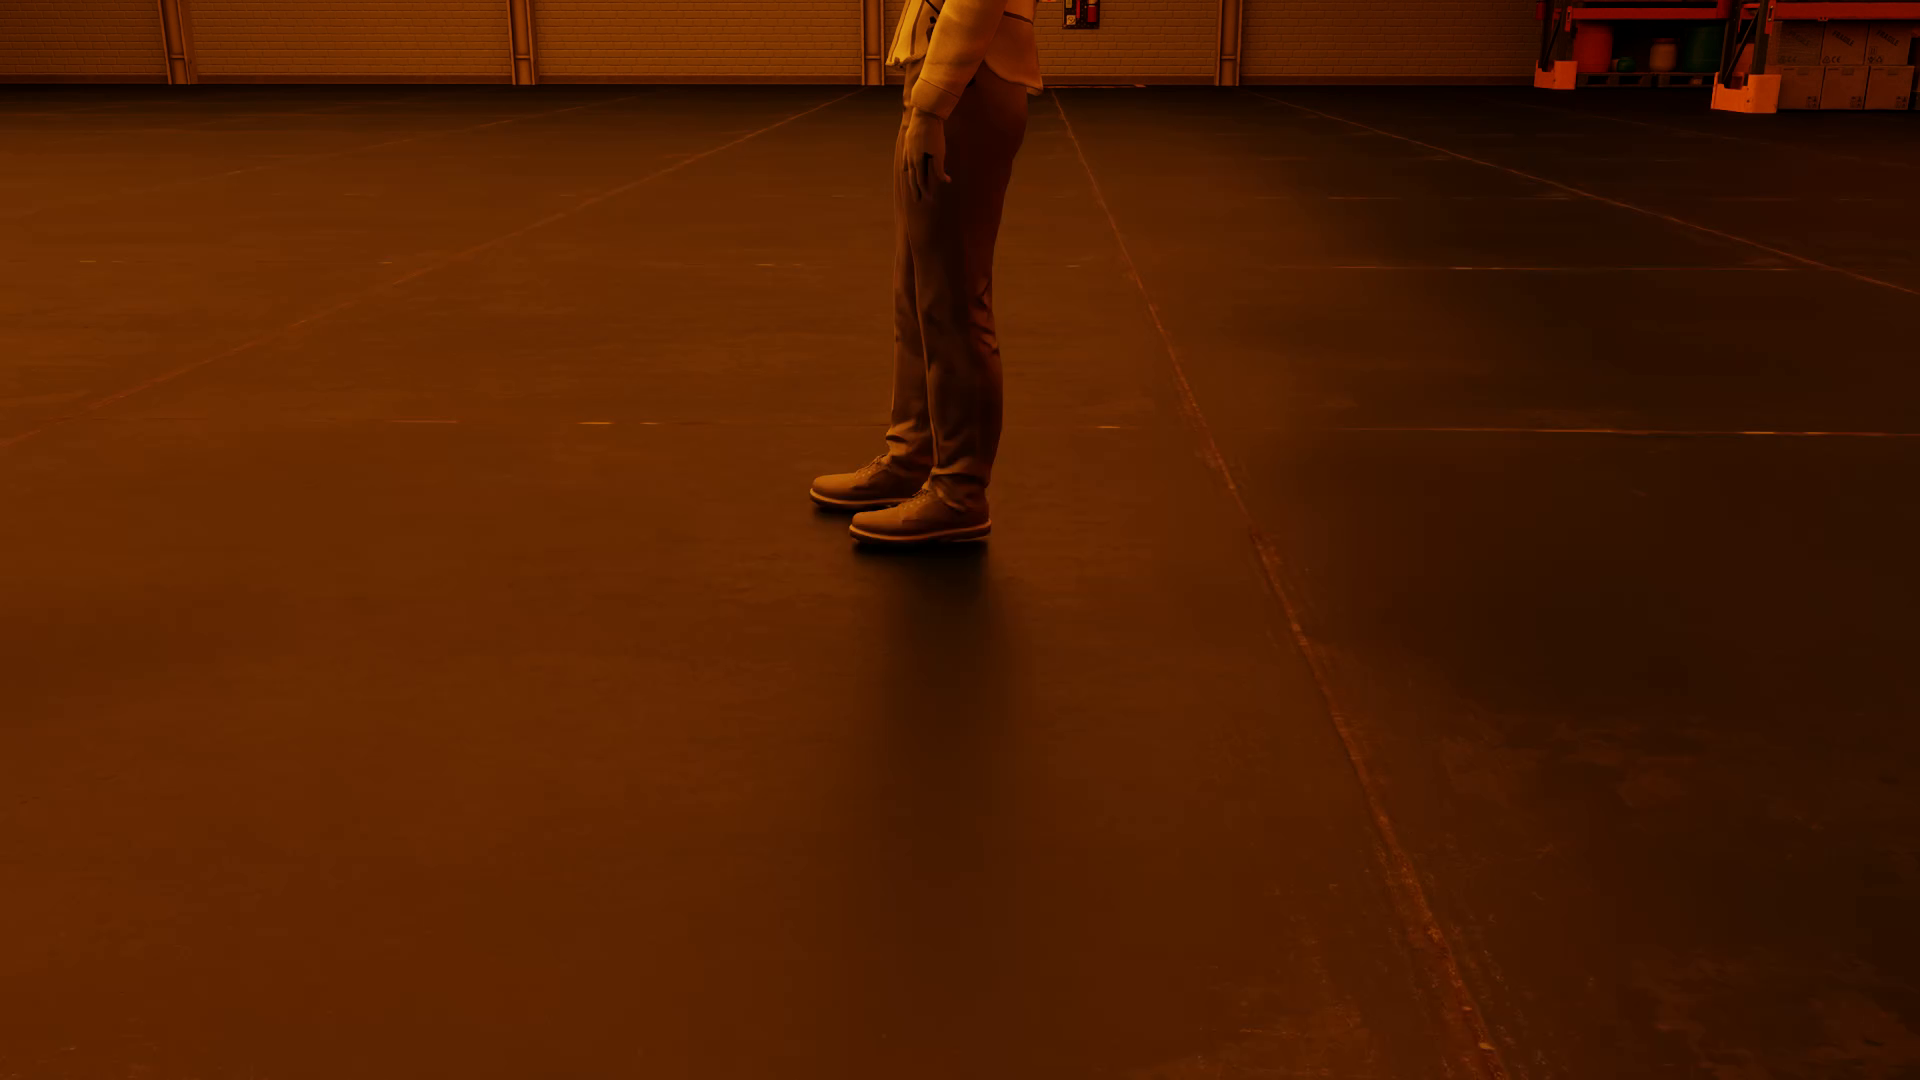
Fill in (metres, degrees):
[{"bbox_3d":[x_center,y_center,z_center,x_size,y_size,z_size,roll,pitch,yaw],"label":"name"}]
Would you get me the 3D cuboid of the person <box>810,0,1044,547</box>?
[{"bbox_3d":[-0.069,-0.819,3.127,0.530,1.694,0.587,1,17,2],"label":"person"}]
